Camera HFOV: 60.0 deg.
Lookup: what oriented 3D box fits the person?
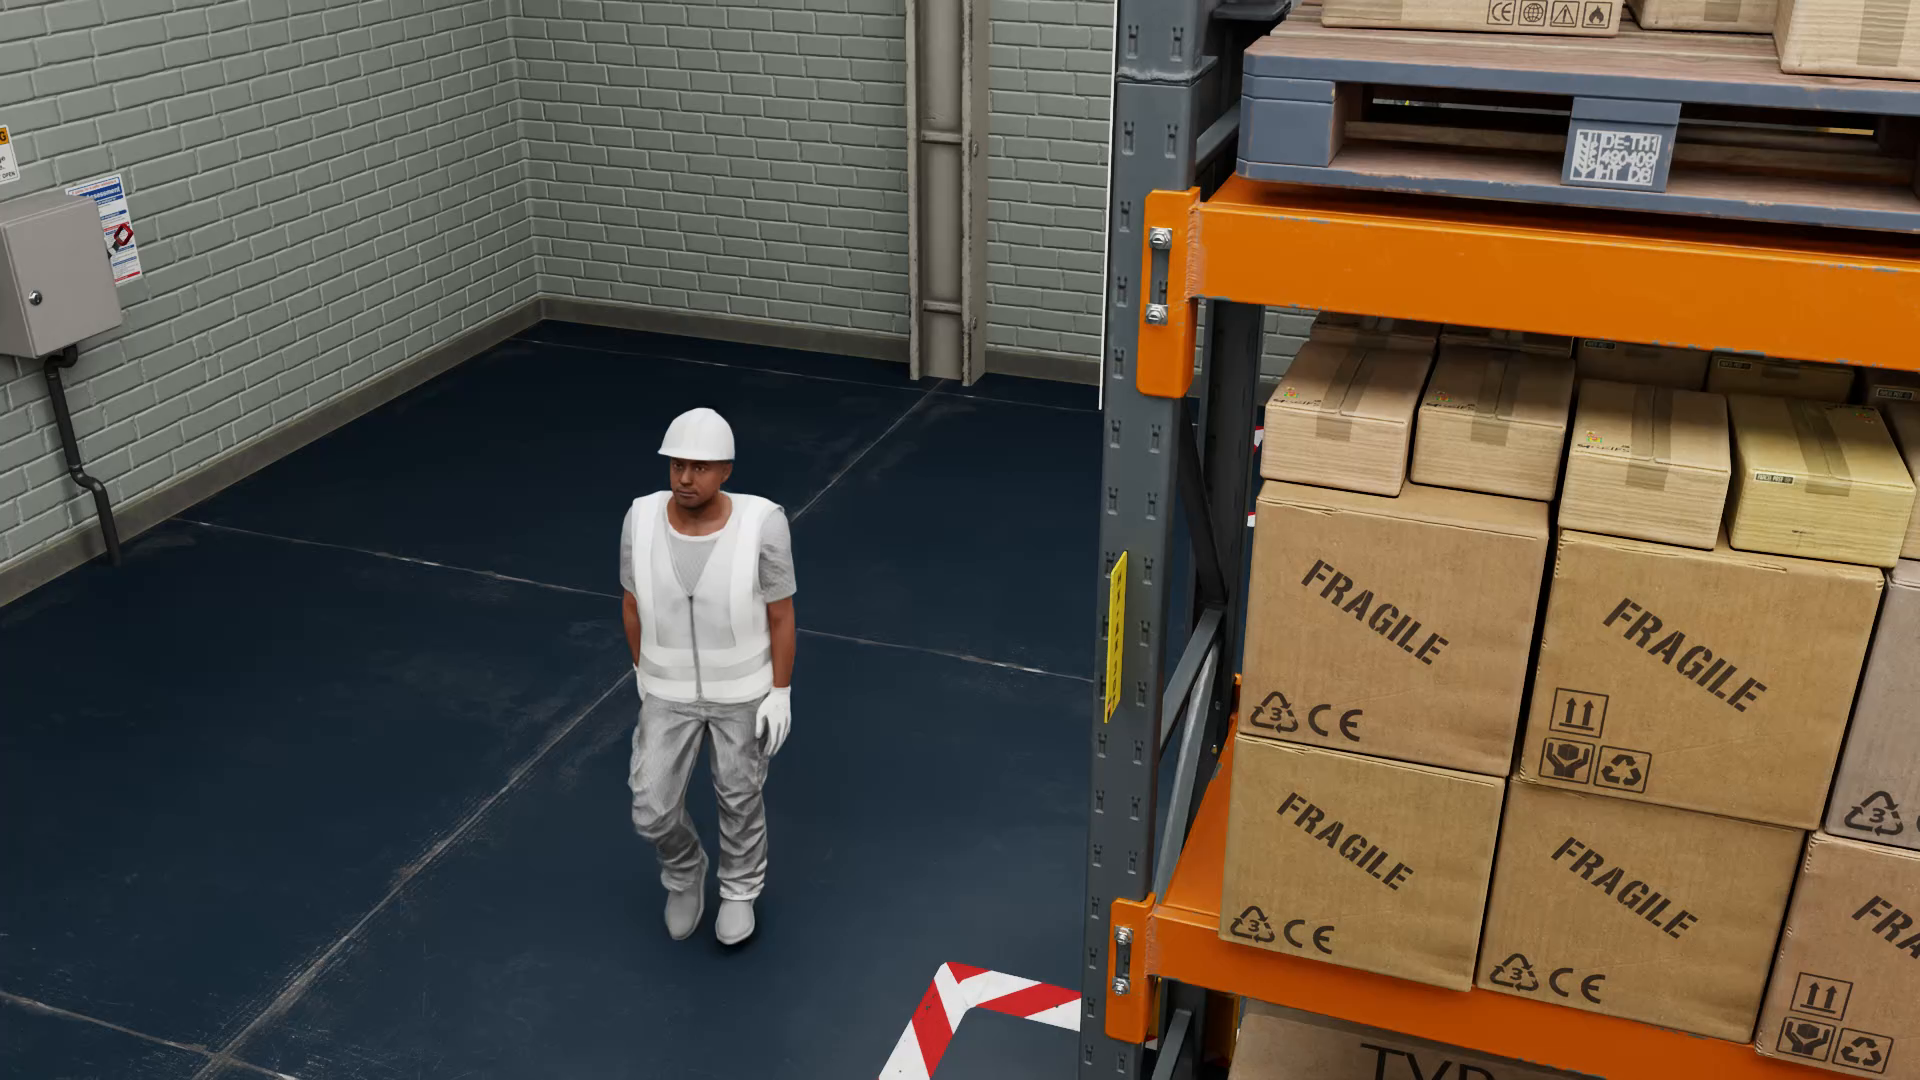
[{"bbox_3d":[-0.762,0.485,5.051,0.544,1.814,0.448,1,26,2],"label":"person"}]
